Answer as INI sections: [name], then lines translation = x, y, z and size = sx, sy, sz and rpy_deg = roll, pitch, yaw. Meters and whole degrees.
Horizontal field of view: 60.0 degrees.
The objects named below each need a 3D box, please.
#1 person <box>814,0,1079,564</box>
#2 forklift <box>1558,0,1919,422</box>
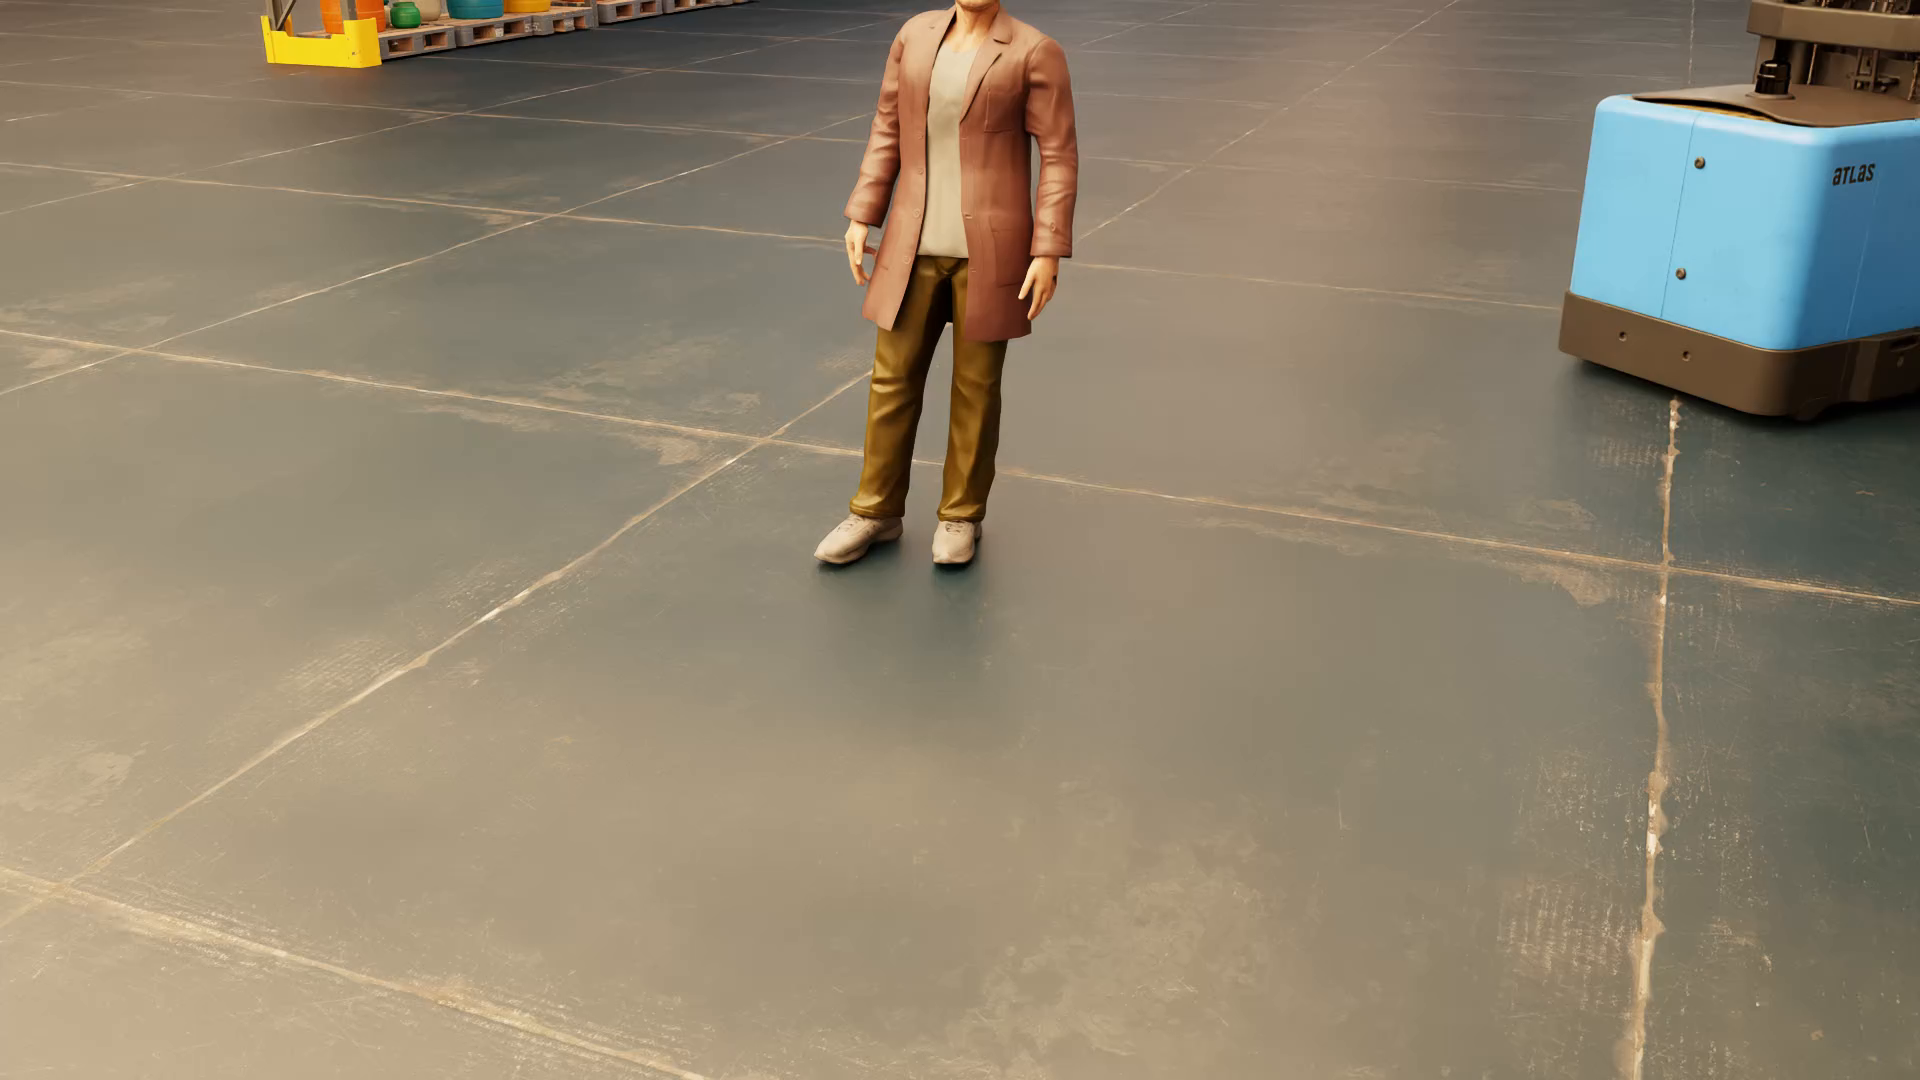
[person]
translation = -0.039, -0.795, 4.672
size = 0.694, 1.776, 0.582
rpy_deg = 9, 24, 21
[forklift]
translation = 3.983, -2.163, 6.468
size = 3.031, 2.935, 1.130
rpy_deg = -11, 25, -25
